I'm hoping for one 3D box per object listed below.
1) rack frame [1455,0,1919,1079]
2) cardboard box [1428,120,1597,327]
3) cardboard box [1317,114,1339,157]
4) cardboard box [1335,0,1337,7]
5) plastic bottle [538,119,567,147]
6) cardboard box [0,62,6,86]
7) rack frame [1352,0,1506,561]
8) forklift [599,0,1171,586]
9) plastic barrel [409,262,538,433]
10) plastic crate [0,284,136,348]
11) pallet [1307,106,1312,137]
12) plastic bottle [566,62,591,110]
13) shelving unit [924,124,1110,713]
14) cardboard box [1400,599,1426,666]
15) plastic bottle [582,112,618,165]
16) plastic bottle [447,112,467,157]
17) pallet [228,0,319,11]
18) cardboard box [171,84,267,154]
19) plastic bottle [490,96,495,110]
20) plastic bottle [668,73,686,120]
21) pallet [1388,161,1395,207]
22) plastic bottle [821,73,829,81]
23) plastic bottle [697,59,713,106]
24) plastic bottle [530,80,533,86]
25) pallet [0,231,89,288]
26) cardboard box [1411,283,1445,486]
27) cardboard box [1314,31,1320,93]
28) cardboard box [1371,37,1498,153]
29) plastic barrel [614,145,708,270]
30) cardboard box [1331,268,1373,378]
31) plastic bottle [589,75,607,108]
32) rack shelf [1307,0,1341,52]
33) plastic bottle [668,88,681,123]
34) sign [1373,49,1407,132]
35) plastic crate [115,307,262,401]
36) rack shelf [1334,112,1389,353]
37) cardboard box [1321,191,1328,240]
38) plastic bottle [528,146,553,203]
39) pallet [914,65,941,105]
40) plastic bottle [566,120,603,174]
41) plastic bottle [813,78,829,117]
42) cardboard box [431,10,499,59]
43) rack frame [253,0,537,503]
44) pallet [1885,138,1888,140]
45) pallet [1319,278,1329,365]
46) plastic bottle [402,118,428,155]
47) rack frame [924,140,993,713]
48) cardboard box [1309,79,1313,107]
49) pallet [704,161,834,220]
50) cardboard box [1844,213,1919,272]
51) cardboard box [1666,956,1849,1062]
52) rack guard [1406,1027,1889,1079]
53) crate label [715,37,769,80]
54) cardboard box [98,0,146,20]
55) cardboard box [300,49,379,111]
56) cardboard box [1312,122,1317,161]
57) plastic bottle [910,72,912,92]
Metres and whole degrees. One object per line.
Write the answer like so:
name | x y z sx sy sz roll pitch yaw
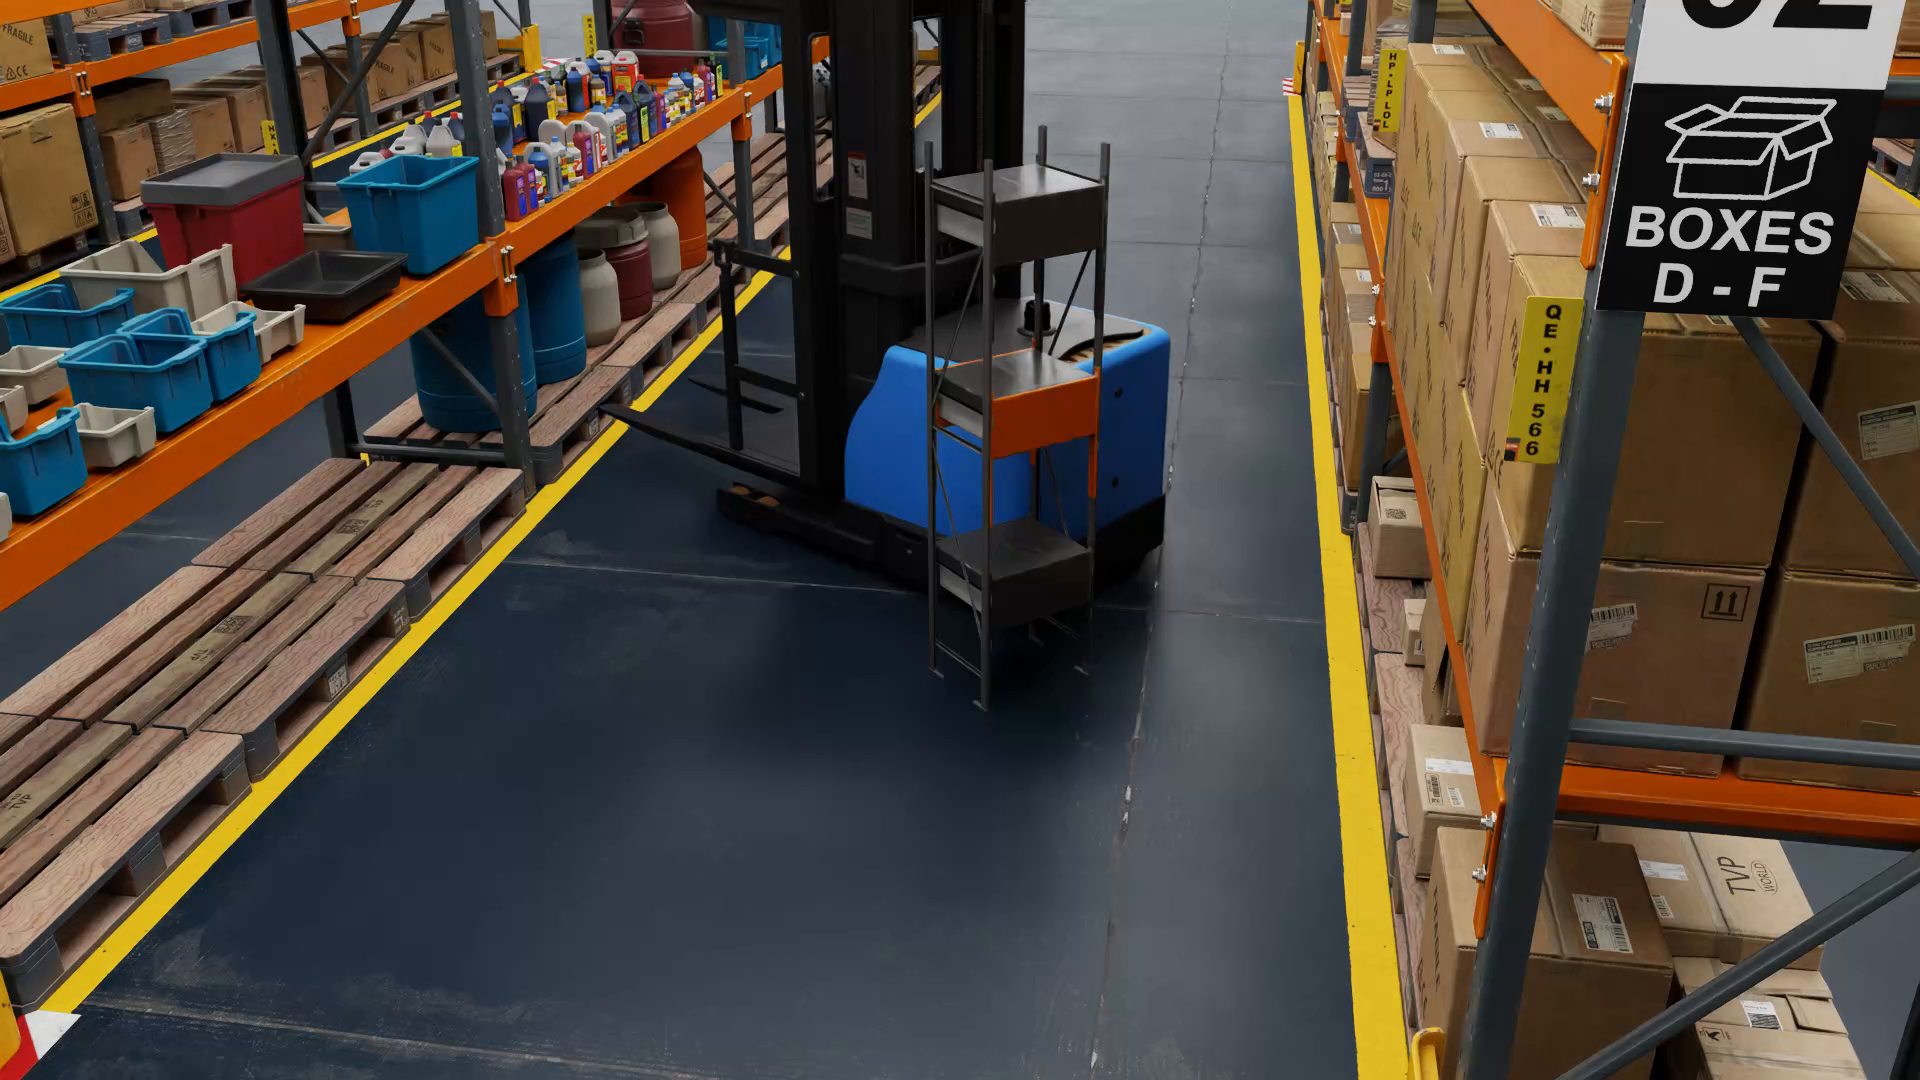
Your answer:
rack frame | 1.636 0.419 3.316 0.949 2.616 0.053 4 25 9
cardboard box | 1.680 -0.928 4.896 0.500 0.500 0.500 5 26 10
cardboard box | 3.110 -3.218 13.172 0.500 0.311 0.500 3 25 7
cardboard box | 3.740 -5.052 14.887 0.700 0.500 0.500 4 25 8
plastic bottle | -2.147 -2.108 8.861 0.152 0.276 0.135 4 25 9
cardboard box | -6.756 -3.229 10.991 0.500 0.500 0.500 4 25 8
rack frame | 2.286 -1.254 6.891 1.000 3.000 0.127 4 25 9
forklift | -0.526 -1.516 7.531 3.031 2.935 1.130 20 32 36
plastic barrel | -2.494 -1.065 8.467 0.600 0.901 0.708 4 25 9
plastic crate | -3.171 -0.754 5.949 0.416 0.233 0.300 4 25 9
pallet | 3.962 -4.179 16.428 1.003 0.211 1.213 4 25 9
plastic bottle | -2.412 -2.863 10.476 0.152 0.276 0.135 4 25 9
shelving unit | 0.197 -0.420 6.169 0.503 2.100 0.431 -16 29 -30
cardboard box | 1.872 0.353 6.281 0.380 0.166 0.250 4 25 9
plastic bottle | -1.959 -2.194 9.045 0.152 0.276 0.135 4 25 9
plastic bottle | -2.600 -2.051 8.651 0.144 0.351 0.185 4 25 9
pallet | -6.448 -4.891 14.888 1.003 0.211 1.213 4 25 9
cardboard box | -6.488 -3.667 14.477 0.700 0.500 0.500 2 25 4
plastic bottle | -2.660 -2.350 9.370 0.061 0.283 0.133 4 25 9
plastic bottle | -1.730 -2.708 10.150 0.097 0.271 0.097 0 25 0
pallet | 2.524 -1.494 7.629 1.003 0.211 1.213 4 25 9
plastic bottle | -1.357 -4.483 16.482 0.152 0.276 0.135 4 25 9
plastic bottle | -1.629 -2.924 10.595 0.061 0.283 0.133 4 25 9
plastic bottle | -2.533 -2.622 9.965 0.097 0.271 0.097 0 25 0
pallet | -7.036 -2.027 11.832 1.003 0.211 1.213 4 25 9
cardboard box | 1.688 -0.469 5.095 0.500 0.500 0.500 4 25 8
cardboard box | 3.625 -4.511 15.713 0.500 0.500 0.500 4 25 9
cardboard box | 2.514 -2.233 8.368 0.700 0.500 0.500 -2 25 -5
plastic barrel | -2.010 -2.273 11.133 0.600 0.830 0.708 4 25 9
cardboard box | 2.336 -1.176 9.154 0.500 0.500 0.500 3 25 7
plastic bottle | -2.286 -2.829 10.490 0.097 0.201 0.097 0 25 0
rack shelf | 3.920 -5.111 15.979 1.077 0.370 4.000 4 25 9
plastic bottle | -1.746 -2.636 10.078 0.097 0.201 0.097 0 25 0
sign | 1.738 -1.815 6.724 0.100 0.325 0.005 4 25 9
plastic crate | -2.624 -0.634 5.693 0.416 0.233 0.300 4 25 9
rack shelf | 2.613 -1.765 8.830 1.077 0.370 4.000 4 25 9
cardboard box | 2.866 -2.325 11.926 0.500 0.250 0.500 4 25 8
plastic bottle | -2.081 -1.810 8.231 0.097 0.271 0.097 0 25 0
pallet | -0.743 -4.980 18.141 1.003 0.211 1.213 4 25 9
plastic bottle | -1.997 -2.097 8.838 0.152 0.276 0.135 4 25 9
plastic bottle | -1.330 -4.224 15.841 0.144 0.351 0.185 4 25 9
cardboard box | -5.644 -5.759 18.968 0.500 0.500 0.500 9 27 18
rack frame | -2.600 -1.599 7.627 1.000 3.000 0.127 4 25 9
pallet | 8.753 -3.790 15.599 1.003 0.211 1.213 4 25 9
pallet | 2.780 -1.354 10.395 1.003 0.211 1.213 4 25 9
plastic bottle | -2.773 -1.984 8.508 0.144 0.351 0.185 4 25 9
rack frame | -0.007 -0.362 6.046 0.015 2.100 0.400 -16 29 -30
cardboard box | 3.693 -4.382 16.321 0.500 0.250 0.500 4 25 9
pallet | -1.580 -2.839 13.566 1.003 0.211 1.213 4 25 9
cardboard box | 2.043 -0.466 3.909 0.500 0.500 0.500 4 25 9
cardboard box | 2.081 1.247 4.371 0.380 0.166 0.250 4 25 9
rack guard | 1.645 1.519 3.915 1.175 0.500 0.348 4 25 9
crate label | -1.508 -3.346 11.558 0.303 0.233 0.416 4 25 9
cardboard box | -6.791 -4.319 12.826 0.700 0.500 0.500 8 26 16
cardboard box | -6.074 -4.510 16.301 0.500 0.500 0.500 3 25 7
cardboard box | 3.283 -3.393 14.209 0.500 0.250 0.500 3 25 7
plastic bottle | -0.575 -4.681 16.907 0.152 0.276 0.135 4 25 9
